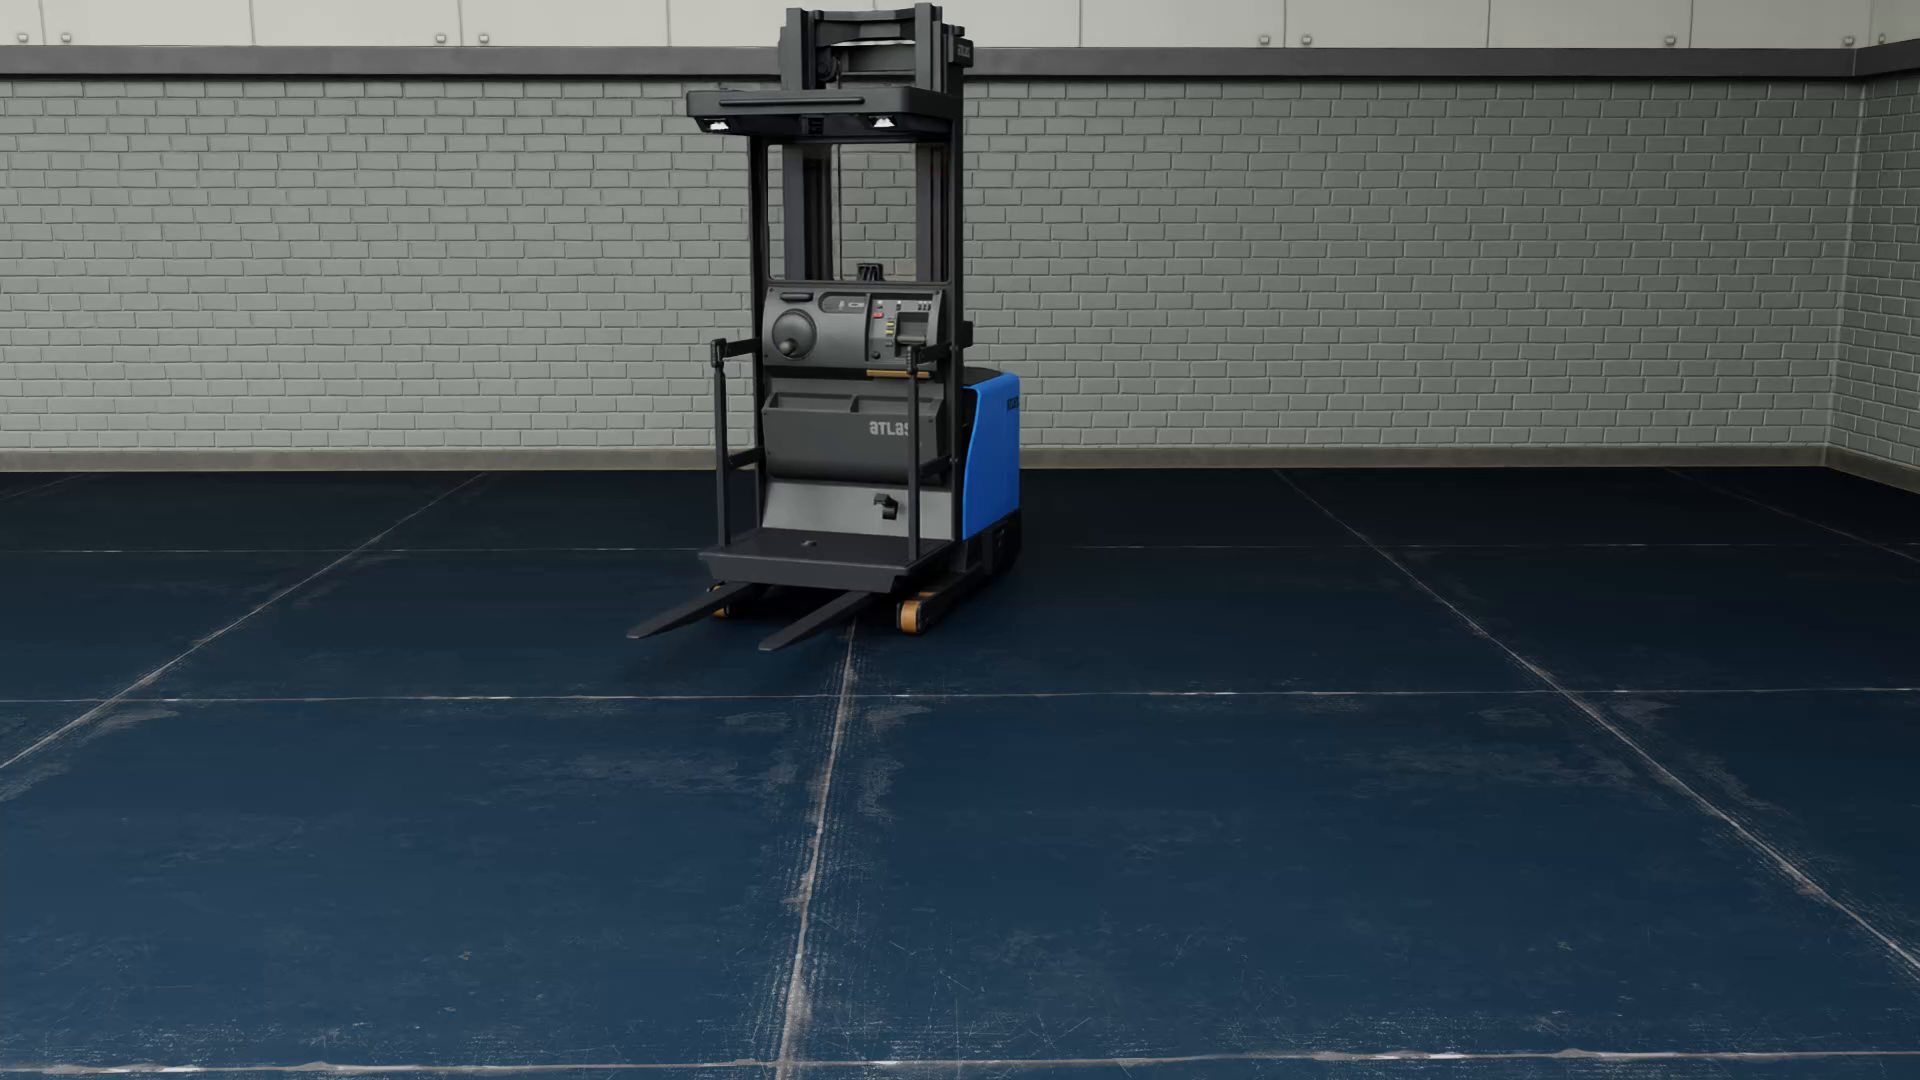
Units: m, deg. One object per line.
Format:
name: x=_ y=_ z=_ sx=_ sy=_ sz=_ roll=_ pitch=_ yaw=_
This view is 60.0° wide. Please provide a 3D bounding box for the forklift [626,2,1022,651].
forklift: x=-0.601 y=-1.079 z=8.004 sx=1.130 sy=2.935 sz=3.031 roll=4 pitch=12 yaw=18
